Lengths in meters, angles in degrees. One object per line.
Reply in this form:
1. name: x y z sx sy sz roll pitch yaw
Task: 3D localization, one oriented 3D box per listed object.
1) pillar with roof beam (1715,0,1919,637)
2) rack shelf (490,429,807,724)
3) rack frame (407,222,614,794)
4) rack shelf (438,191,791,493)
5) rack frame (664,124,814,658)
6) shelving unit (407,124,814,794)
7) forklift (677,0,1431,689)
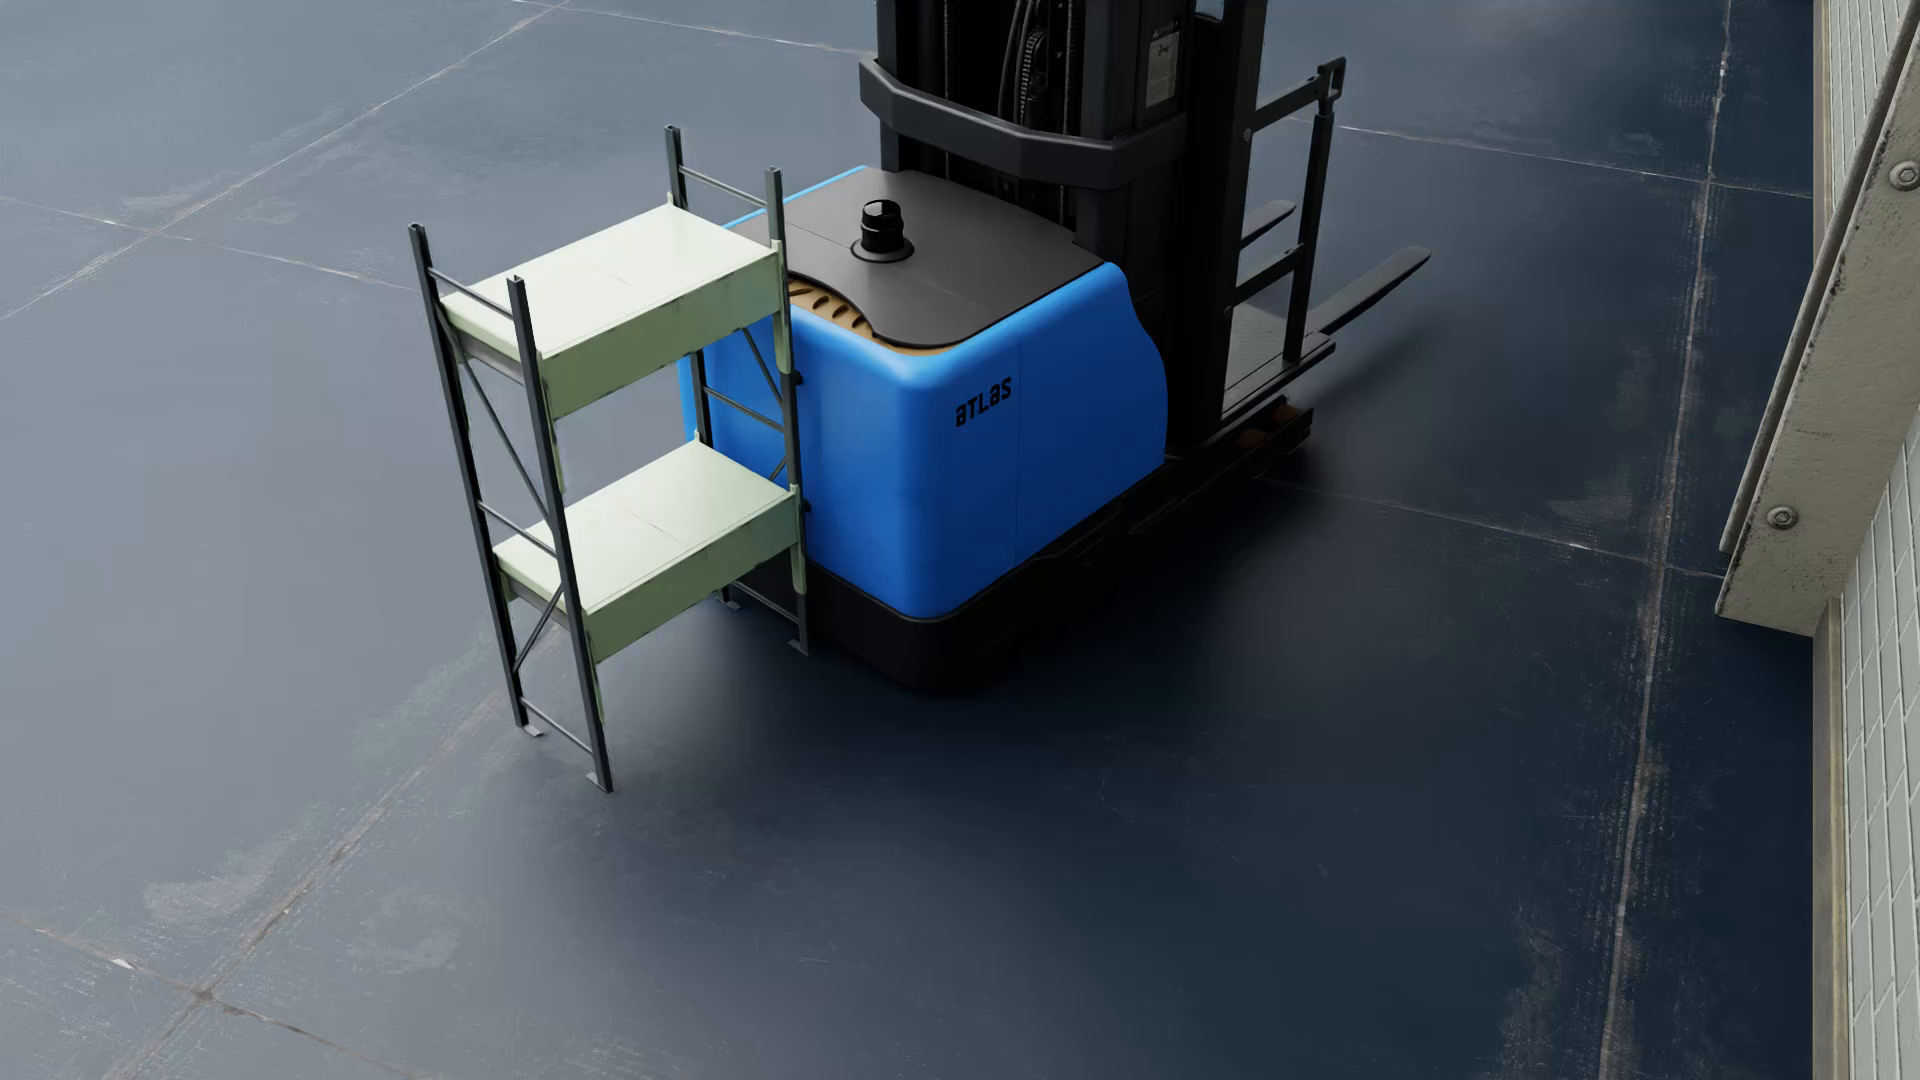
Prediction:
1. pillar with roof beam: -1.515 -4.437 3.670 9.100 9.000 0.400 14 39 18
2. rack shelf: -0.822 0.078 4.437 0.431 0.370 0.720 28 45 32
3. rack frame: -1.067 -0.020 4.024 0.400 1.500 0.023 28 45 32
4. rack shelf: -0.822 -0.495 4.008 0.431 0.370 0.720 28 45 32
5. rack frame: -0.577 -0.346 4.460 0.400 1.500 0.023 28 45 32
6. shelving unit: -0.822 -0.183 4.242 0.431 1.500 0.755 28 45 32
7. forklift: 0.542 -1.562 4.891 1.130 2.935 3.031 28 45 32
